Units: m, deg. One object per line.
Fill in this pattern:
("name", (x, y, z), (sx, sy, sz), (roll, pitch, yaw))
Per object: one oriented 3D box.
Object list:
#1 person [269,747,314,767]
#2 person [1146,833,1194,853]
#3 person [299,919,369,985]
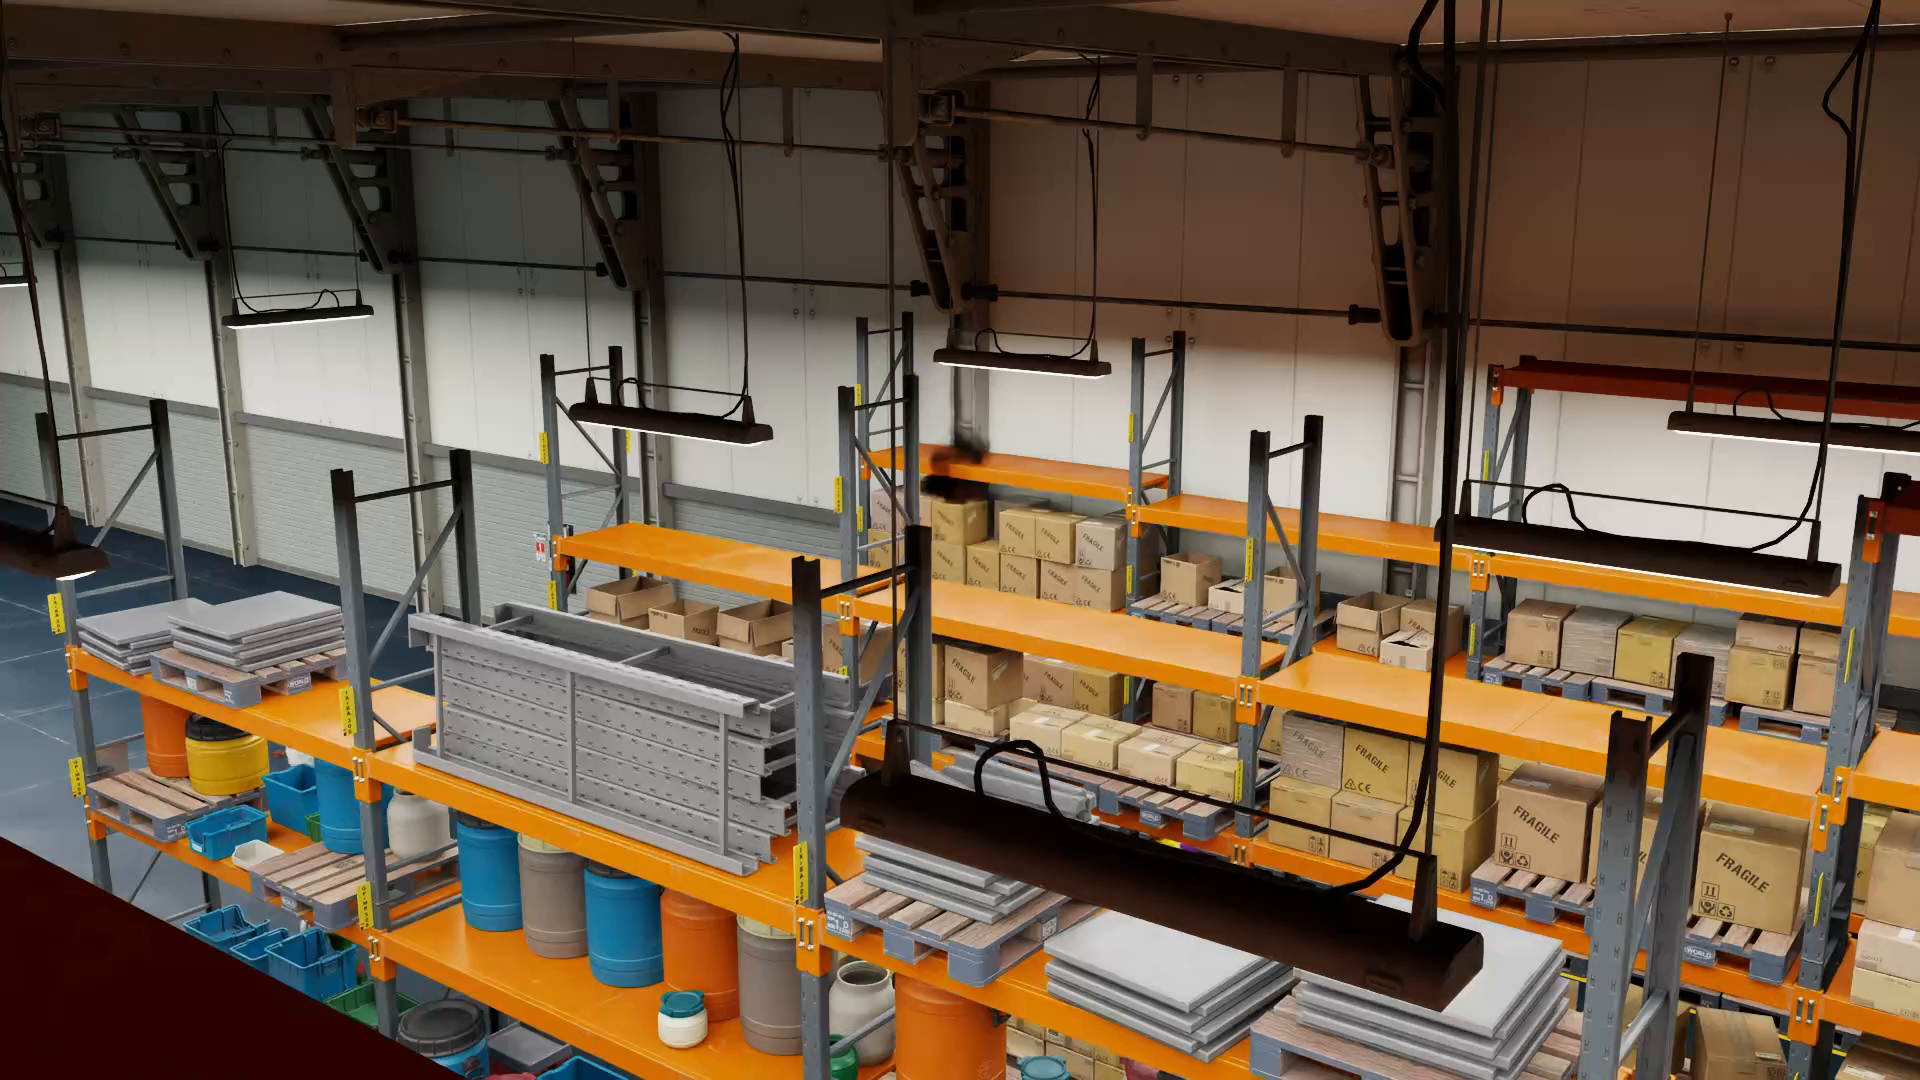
("person", (-7.566, 2.796, 19.296), (0.787, 1.834, 0.720), (-7, 15, -29))
("person", (1.898, 3.479, 16.232), (0.922, 1.781, 0.692), (10, 17, 38))
("person", (-6.011, 3.635, 15.750), (0.669, 1.820, 0.723), (7, 15, 26))
